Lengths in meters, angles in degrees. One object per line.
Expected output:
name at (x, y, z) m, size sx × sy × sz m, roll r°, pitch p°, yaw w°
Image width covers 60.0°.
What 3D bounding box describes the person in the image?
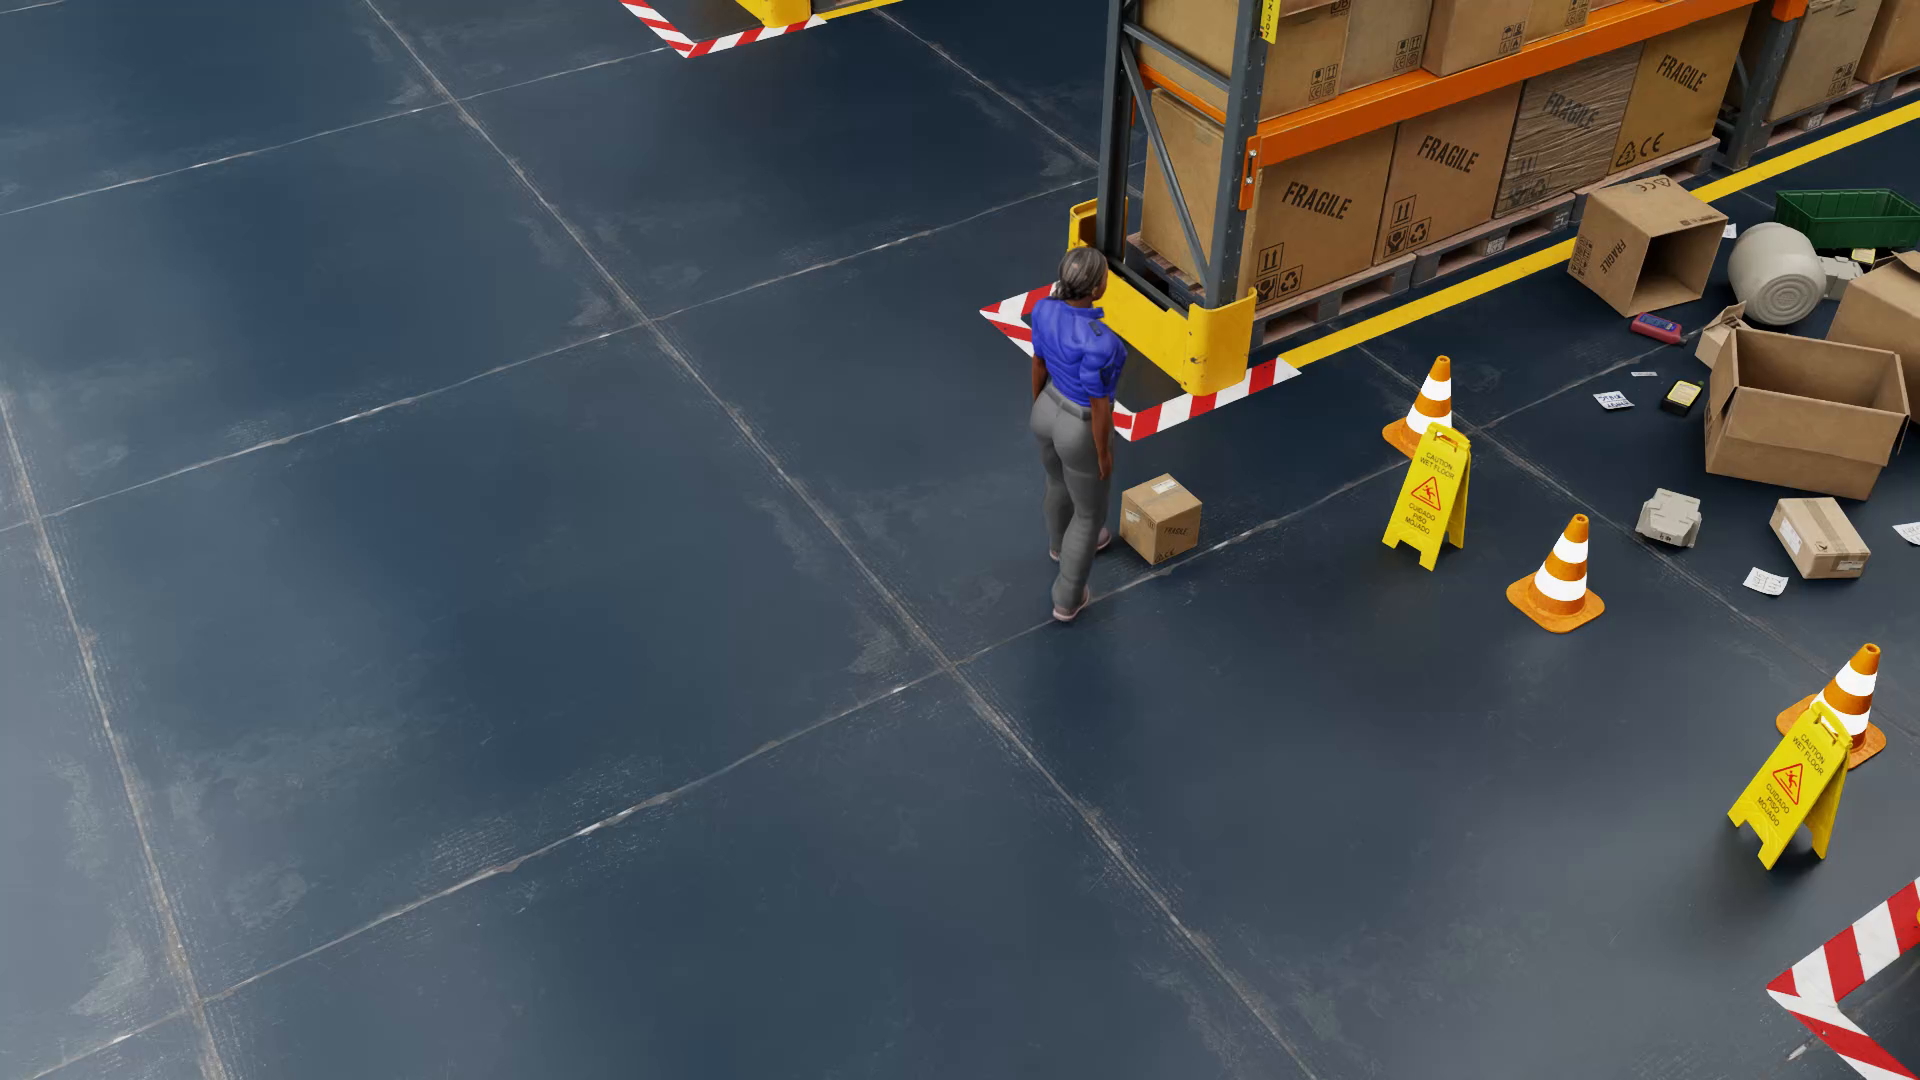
person at (0.504, -0.382, 6.761) m, size 0.541 × 1.461 × 0.453 m, roll -27°, pitch 48°, yaw -28°
